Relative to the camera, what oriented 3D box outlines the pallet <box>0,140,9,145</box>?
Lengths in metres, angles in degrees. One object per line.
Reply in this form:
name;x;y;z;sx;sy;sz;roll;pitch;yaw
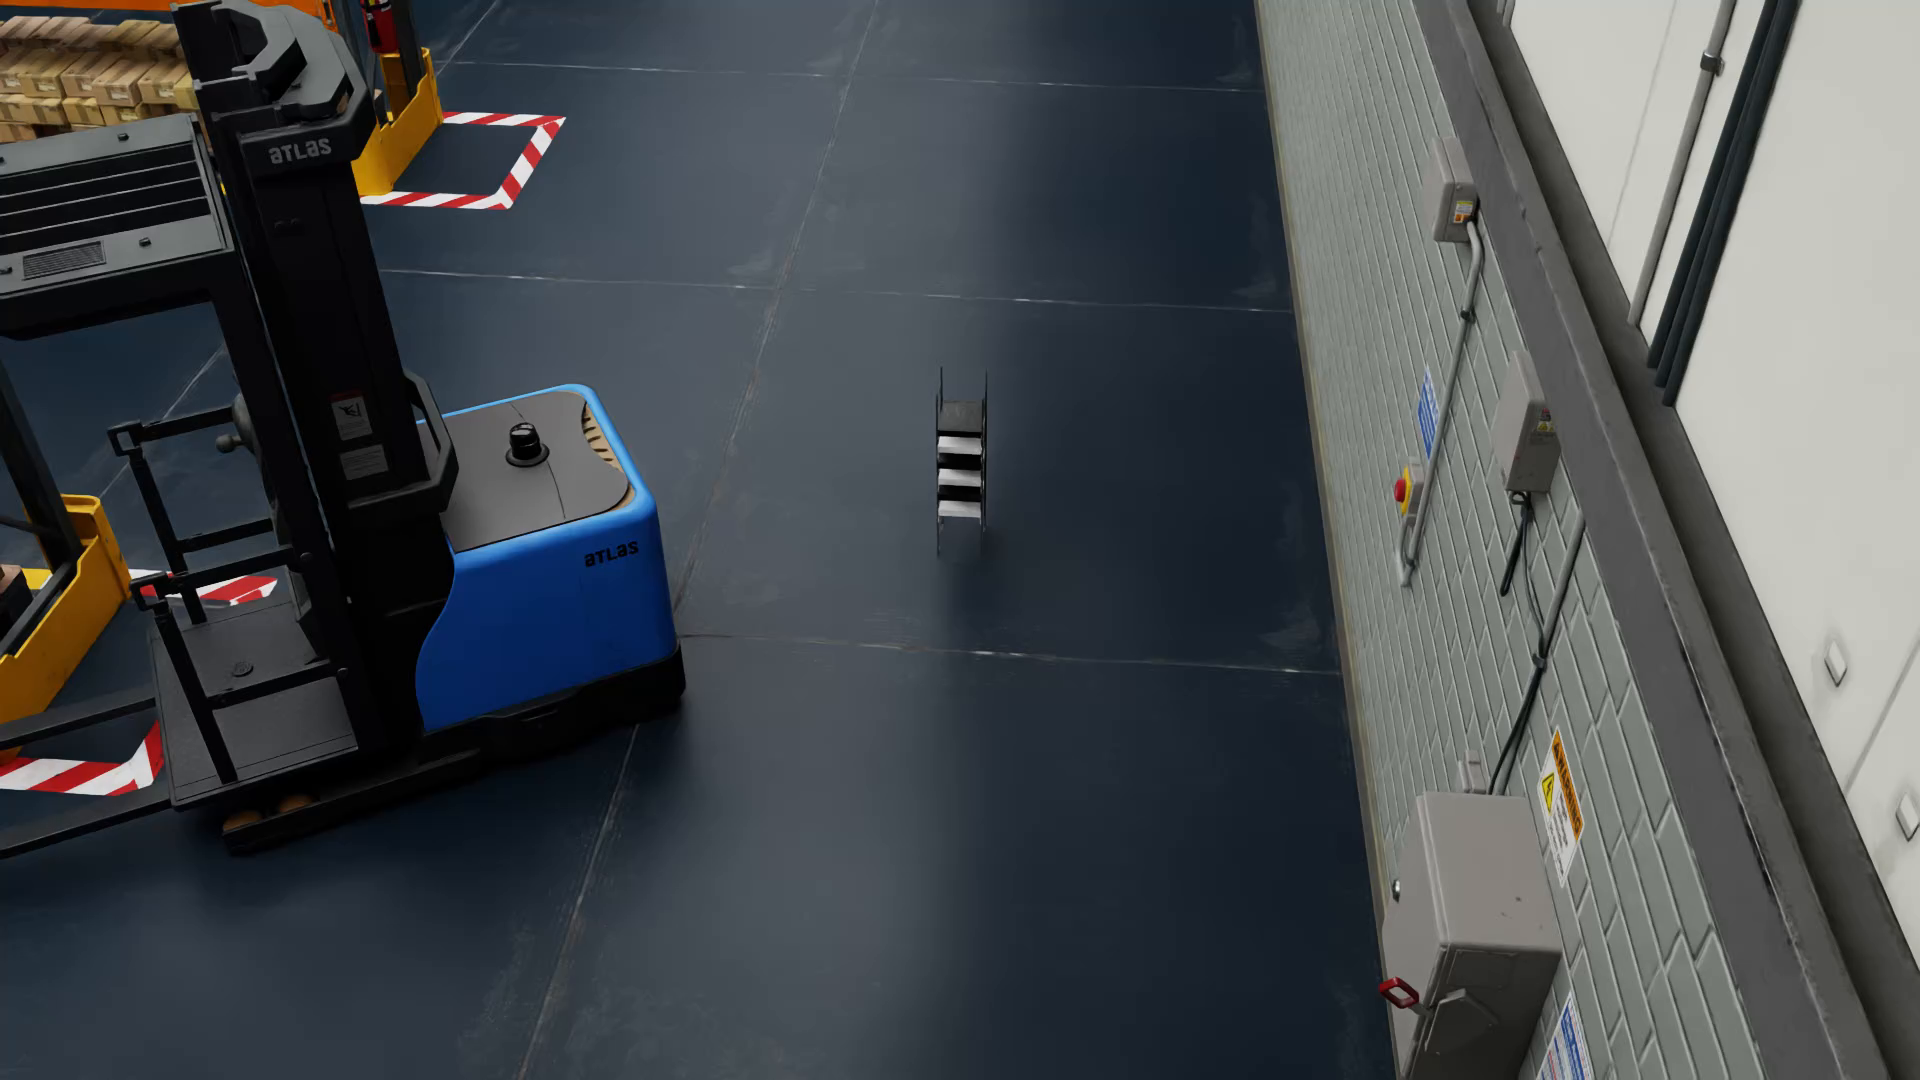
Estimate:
pallet;-5.797;-2.786;11.176;1.213;0.211;1.003;3;39;4

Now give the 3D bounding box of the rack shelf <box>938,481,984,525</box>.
rack shelf;0.008;-0.183;7.771;0.200;0.077;0.258;3;39;4

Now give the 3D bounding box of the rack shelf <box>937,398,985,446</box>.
rack shelf;0.008;-0.532;7.486;0.200;0.077;0.258;3;39;4

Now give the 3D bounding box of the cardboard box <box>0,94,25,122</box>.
cardboard box;-6.062;-2.850;10.736;0.250;0.149;0.380;3;39;3

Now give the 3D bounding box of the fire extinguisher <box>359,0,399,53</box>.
fire extinguisher;-3.492;-3.250;9.894;0.183;0.674;0.296;3;39;4

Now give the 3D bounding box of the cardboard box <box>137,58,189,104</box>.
cardboard box;-5.019;-2.924;10.591;0.250;0.149;0.380;2;39;2

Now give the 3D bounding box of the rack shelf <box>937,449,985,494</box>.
rack shelf;0.008;-0.323;7.657;0.200;0.077;0.258;3;39;4

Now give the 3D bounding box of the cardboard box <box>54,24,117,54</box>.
cardboard box;-5.767;-3.271;11.018;0.250;0.149;0.380;3;39;4

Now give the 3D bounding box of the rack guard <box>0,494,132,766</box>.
rack guard;-4.006;0.361;7.081;0.348;0.500;1.175;3;39;4

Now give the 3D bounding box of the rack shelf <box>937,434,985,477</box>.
rack shelf;0.008;-0.392;7.600;0.200;0.077;0.258;3;39;4

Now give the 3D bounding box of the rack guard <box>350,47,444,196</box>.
rack guard;-3.779;-2.763;10.919;0.348;0.500;1.175;3;39;4

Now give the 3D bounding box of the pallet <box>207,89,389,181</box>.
pallet;-4.585;-2.718;11.092;1.213;0.211;1.003;3;39;4

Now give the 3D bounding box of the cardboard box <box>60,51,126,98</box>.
cardboard box;-5.545;-2.987;10.669;0.250;0.149;0.380;2;39;2

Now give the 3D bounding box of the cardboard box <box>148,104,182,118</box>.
cardboard box;-5.030;-2.857;10.744;0.250;0.149;0.380;3;39;3

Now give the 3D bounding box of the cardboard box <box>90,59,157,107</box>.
cardboard box;-5.292;-2.903;10.566;0.250;0.149;0.380;5;39;6

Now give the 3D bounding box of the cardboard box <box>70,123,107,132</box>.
cardboard box;-5.543;-2.709;10.798;0.250;0.149;0.380;4;39;5

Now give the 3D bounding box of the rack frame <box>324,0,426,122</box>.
rack frame;-3.703;-3.728;10.125;0.127;3.000;1.000;3;39;4

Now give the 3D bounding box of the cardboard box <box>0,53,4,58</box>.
cardboard box;-6.329;-2.985;10.666;0.250;0.149;0.380;4;39;5

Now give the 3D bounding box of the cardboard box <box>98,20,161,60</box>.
cardboard box;-5.509;-3.318;11.075;0.250;0.149;0.380;4;39;5

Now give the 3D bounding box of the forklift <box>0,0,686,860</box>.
forklift;-2.718;-0.311;5.981;3.031;2.935;1.130;-17;42;-20

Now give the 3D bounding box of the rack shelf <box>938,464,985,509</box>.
rack shelf;0.008;-0.253;7.714;0.200;0.077;0.258;3;39;4

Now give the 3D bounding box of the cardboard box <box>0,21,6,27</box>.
cardboard box;-6.553;-3.317;11.074;0.250;0.149;0.380;4;39;5

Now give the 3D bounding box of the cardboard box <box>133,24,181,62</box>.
cardboard box;-5.251;-3.275;11.022;0.250;0.149;0.380;5;39;6

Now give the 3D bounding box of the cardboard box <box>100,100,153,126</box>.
cardboard box;-5.288;-2.797;10.671;0.250;0.149;0.380;4;39;5

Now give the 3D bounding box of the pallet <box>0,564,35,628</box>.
pallet;-4.833;0.478;7.167;1.213;0.211;1.003;3;39;4

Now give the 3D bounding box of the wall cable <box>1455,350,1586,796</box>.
wall cable;1.479;0.181;4.517;0.122;1.984;0.588;3;39;4

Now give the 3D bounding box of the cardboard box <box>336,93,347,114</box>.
cardboard box;-4.197;-3.015;11.175;0.250;0.149;0.380;4;39;5

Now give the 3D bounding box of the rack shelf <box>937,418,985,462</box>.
rack shelf;0.008;-0.462;7.543;0.200;0.077;0.258;3;39;4

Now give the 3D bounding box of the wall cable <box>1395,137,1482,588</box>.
wall cable;1.590;-0.723;5.604;0.123;1.953;0.585;3;39;4

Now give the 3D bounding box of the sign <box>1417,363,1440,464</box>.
sign;1.655;-0.449;5.882;0.001;0.218;0.327;3;39;4

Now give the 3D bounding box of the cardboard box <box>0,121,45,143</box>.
cardboard box;-6.057;-2.736;10.832;0.250;0.149;0.380;2;39;3

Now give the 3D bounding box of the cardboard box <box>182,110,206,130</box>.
cardboard box;-4.771;-2.777;10.647;0.250;0.149;0.380;2;39;2

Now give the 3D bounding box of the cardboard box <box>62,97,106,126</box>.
cardboard box;-5.542;-2.823;10.703;0.250;0.149;0.380;5;39;6

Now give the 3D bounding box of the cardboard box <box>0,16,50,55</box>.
cardboard box;-6.275;-3.361;11.127;0.250;0.149;0.380;1;39;2

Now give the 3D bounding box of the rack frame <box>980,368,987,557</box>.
rack frame;0.109;-0.343;7.629;0.006;0.900;0.240;3;39;4

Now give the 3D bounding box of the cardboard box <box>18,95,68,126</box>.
cardboard box;-5.819;-2.821;10.700;0.250;0.149;0.380;4;39;4

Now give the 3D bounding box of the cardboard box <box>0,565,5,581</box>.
cardboard box;-4.696;0.248;6.937;0.875;0.438;0.875;2;39;2

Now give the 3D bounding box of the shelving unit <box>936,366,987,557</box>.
shelving unit;0.008;-0.349;7.636;0.210;0.900;0.258;3;39;4

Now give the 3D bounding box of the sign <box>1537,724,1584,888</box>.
sign;1.475;0.652;4.089;0.001;0.242;0.339;3;39;4

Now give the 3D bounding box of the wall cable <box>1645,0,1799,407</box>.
wall cable;1.316;-0.595;1.494;0.133;3.039;2.988;3;39;4

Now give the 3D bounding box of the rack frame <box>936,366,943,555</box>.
rack frame;-0.093;-0.354;7.643;0.006;0.900;0.240;3;39;4

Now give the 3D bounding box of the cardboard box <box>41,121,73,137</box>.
cardboard box;-5.789;-2.770;10.873;0.250;0.149;0.380;4;39;5

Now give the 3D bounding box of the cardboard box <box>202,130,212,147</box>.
cardboard box;-4.766;-2.702;10.790;0.250;0.149;0.380;3;39;4

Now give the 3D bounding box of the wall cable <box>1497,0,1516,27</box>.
wall cable;1.662;-2.804;4.237;0.029;3.000;0.463;3;39;4

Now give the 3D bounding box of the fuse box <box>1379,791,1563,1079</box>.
fuse box;1.264;1.496;4.727;0.414;1.711;0.539;3;39;4

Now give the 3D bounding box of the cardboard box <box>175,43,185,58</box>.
cardboard box;-4.975;-3.254;10.996;0.250;0.149;0.380;1;39;2

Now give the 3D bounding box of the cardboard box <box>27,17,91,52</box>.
cardboard box;-6.006;-3.354;11.119;0.250;0.149;0.380;2;39;2

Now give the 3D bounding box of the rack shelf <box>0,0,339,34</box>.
rack shelf;-5.696;-3.558;10.486;4.000;0.370;1.077;3;39;4

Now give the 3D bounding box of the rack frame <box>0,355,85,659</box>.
rack frame;-4.030;-0.610;6.293;0.127;3.000;1.000;3;39;4

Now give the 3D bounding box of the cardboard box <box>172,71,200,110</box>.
cardboard box;-4.767;-2.870;10.524;0.250;0.149;0.380;2;39;3

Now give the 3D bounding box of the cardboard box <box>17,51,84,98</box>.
cardboard box;-5.808;-2.984;10.665;0.250;0.149;0.380;3;39;4

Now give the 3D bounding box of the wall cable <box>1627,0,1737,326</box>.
wall cable;1.594;-2.331;3.656;0.029;3.000;2.355;3;39;4

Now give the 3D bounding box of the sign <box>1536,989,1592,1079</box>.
sign;1.427;1.355;3.955;0.001;0.494;0.329;3;39;4

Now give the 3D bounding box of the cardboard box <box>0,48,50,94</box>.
cardboard box;-6.050;-3.022;10.711;0.250;0.149;0.380;2;39;2

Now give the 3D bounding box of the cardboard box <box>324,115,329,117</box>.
cardboard box;-4.246;-2.683;10.766;0.250;0.149;0.380;4;39;5
